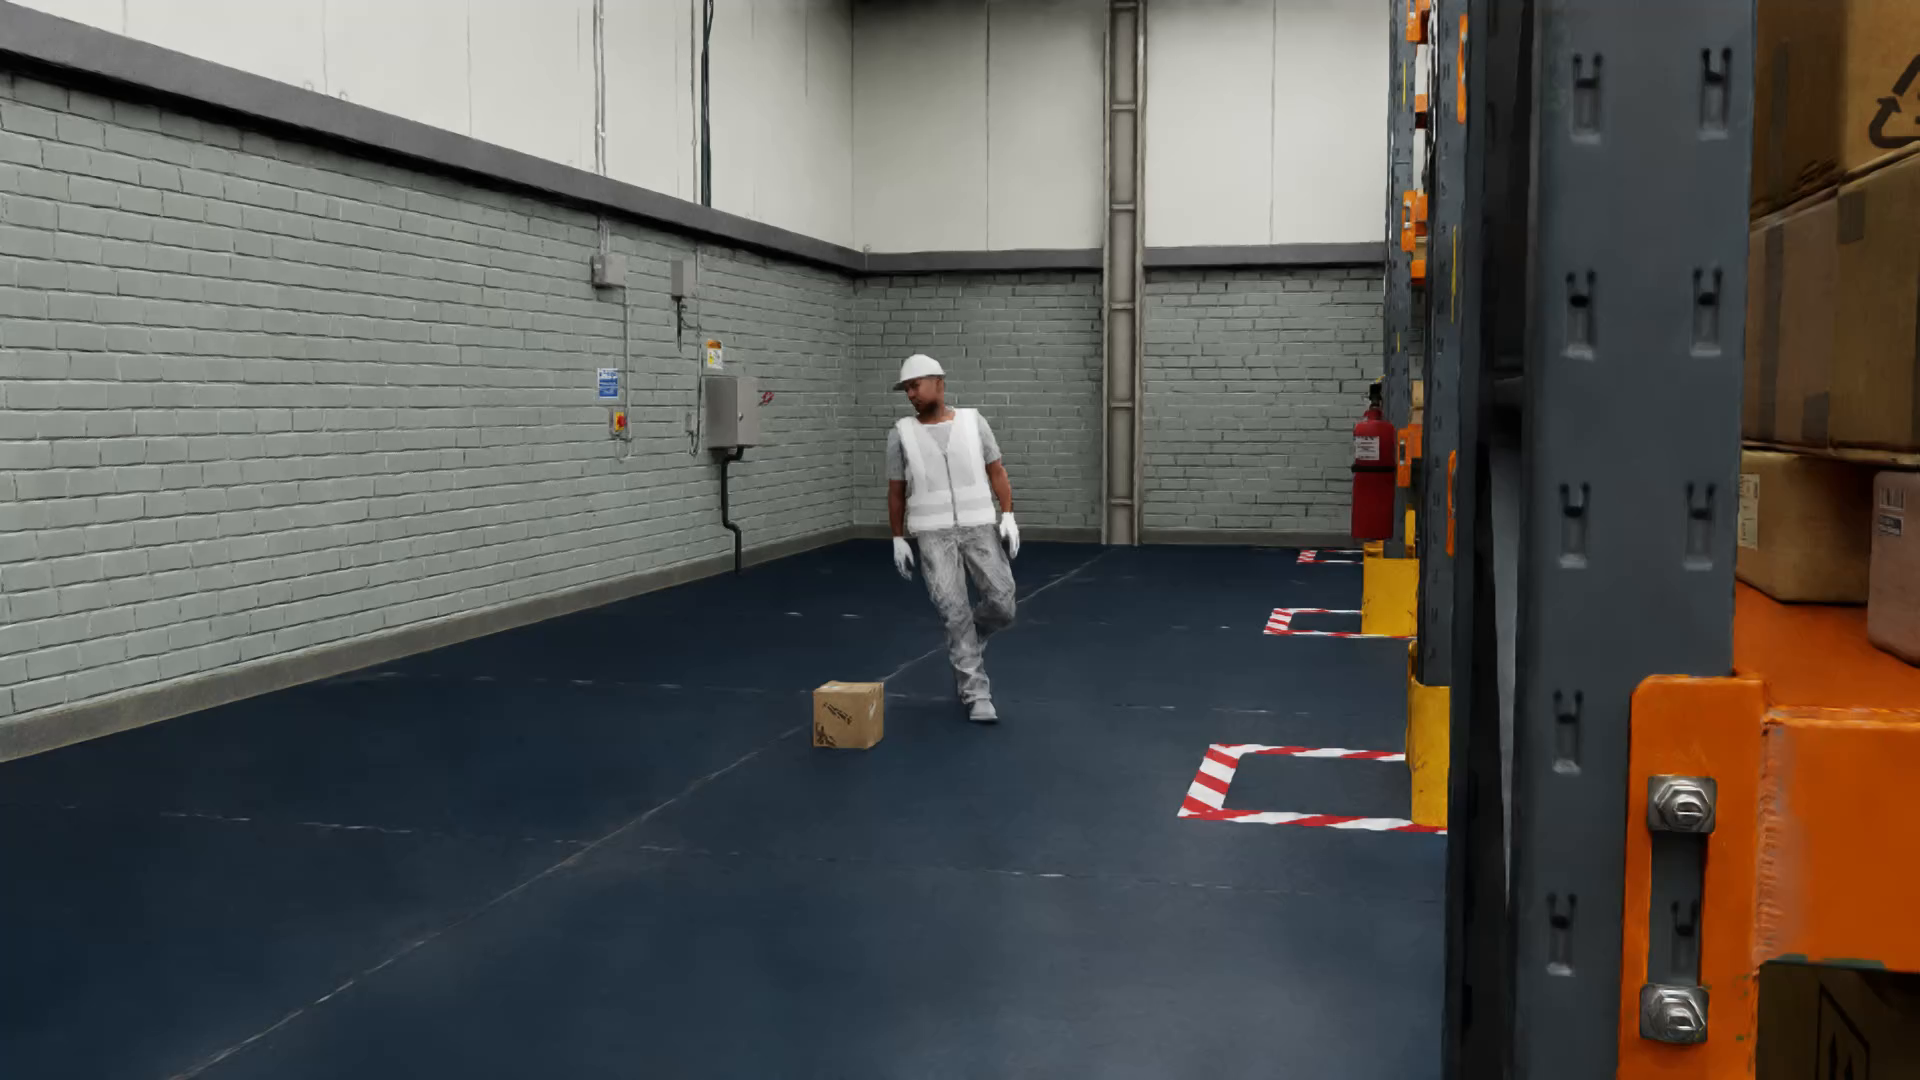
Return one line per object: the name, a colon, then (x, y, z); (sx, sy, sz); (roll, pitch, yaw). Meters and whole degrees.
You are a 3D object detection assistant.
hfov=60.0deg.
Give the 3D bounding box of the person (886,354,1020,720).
person: (-0.032, -0.027, 8.010); (0.626, 1.728, 0.777); (-1, 5, -8)
